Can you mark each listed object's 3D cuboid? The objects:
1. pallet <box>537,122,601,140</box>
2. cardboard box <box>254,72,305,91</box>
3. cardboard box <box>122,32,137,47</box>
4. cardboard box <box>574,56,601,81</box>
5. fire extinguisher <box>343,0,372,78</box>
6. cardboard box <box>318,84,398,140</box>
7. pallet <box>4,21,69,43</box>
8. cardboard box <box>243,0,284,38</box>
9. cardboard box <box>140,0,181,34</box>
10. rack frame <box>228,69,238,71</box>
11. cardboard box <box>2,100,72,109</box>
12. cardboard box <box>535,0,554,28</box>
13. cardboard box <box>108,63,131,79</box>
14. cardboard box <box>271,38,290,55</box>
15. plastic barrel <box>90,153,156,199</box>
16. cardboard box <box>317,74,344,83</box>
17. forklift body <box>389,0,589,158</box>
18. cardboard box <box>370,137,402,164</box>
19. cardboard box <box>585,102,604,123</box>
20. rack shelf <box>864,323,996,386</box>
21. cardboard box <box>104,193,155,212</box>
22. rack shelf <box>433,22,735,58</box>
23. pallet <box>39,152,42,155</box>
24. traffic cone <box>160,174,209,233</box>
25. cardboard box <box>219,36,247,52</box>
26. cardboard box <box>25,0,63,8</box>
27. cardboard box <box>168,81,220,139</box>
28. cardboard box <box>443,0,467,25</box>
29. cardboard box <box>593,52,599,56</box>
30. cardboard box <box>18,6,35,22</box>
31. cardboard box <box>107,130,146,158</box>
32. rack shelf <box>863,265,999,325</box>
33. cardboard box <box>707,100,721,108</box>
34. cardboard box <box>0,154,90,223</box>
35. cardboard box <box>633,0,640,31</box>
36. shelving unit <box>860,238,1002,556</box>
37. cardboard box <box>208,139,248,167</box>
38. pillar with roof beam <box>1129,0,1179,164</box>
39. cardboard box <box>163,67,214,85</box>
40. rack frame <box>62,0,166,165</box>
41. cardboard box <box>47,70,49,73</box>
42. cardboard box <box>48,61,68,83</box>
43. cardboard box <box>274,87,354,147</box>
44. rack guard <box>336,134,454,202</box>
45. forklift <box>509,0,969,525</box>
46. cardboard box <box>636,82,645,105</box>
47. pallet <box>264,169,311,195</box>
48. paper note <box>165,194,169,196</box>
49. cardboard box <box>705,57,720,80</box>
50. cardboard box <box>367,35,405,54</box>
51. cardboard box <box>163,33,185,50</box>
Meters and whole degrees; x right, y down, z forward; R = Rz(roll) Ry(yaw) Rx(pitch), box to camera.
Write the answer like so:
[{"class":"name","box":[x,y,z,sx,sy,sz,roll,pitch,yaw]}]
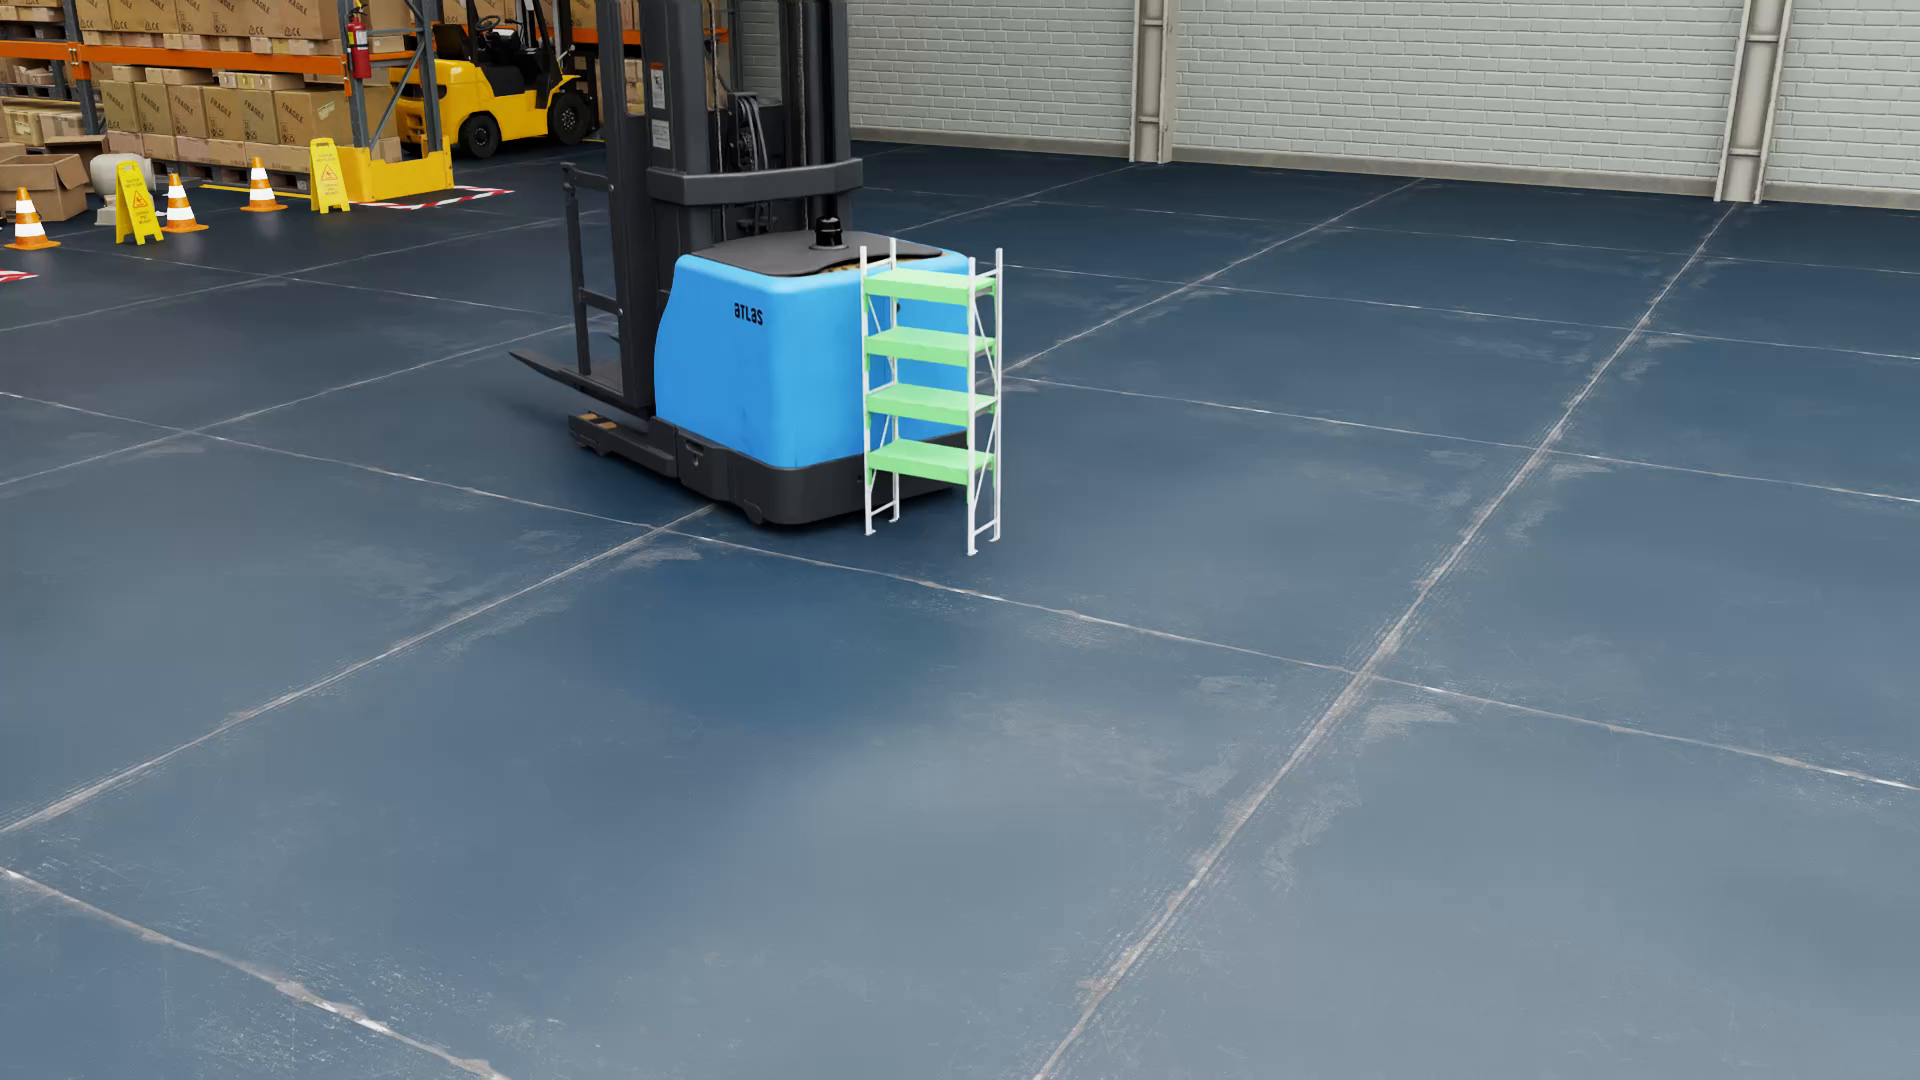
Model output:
[{"class":"pallet","box":[-4.700,-5.242,21.007,1.213,0.211,1.003,11,23,27]},{"class":"cardboard box","box":[-6.548,-4.416,16.005,0.250,0.149,0.380,12,23,29]},{"class":"cardboard box","box":[-8.249,-5.094,16.879,0.250,0.149,0.380,11,23,27]},{"class":"cardboard box","box":[-4.399,-5.758,20.289,0.500,0.250,0.500,11,23,28]},{"class":"fire extinguisher","box":[-5.493,-4.564,15.162,0.183,0.674,0.296,11,23,27]},{"class":"cardboard box","box":[-5.959,-4.234,16.456,0.500,0.500,0.500,10,22,26]},{"class":"pallet","box":[-9.457,-5.502,17.916,1.213,0.211,1.003,11,23,27]},{"class":"cardboard box","box":[-6.411,-5.036,15.768,0.500,0.500,0.500,11,23,27]},{"class":"cardboard box","box":[-7.731,-5.289,16.463,0.500,0.500,0.500,11,22,27]},{"class":"rack frame","box":[-9.935,-7.565,23.323,0.127,3.000,1.000,11,23,27]},{"class":"cardboard box","box":[-10.557,-4.704,18.672,0.625,0.372,0.950,12,23,29]},{"class":"cardboard box","box":[-4.849,-6.540,20.350,0.500,0.500,0.500,11,23,28]},{"class":"cardboard box","box":[-12.211,-6.936,24.636,0.500,0.500,0.500,10,22,26]},{"class":"cardboard box","box":[-6.288,-4.695,15.779,0.250,0.149,0.380,10,22,26]},{"class":"plastic barrel","box":[-7.910,-3.438,15.723,0.512,0.421,0.421,-7,21,-20]},{"class":"cardboard box","box":[-8.235,-6.321,22.757,0.625,0.625,0.875,10,22,25]},{"class":"forklift body","box":[-5.496,-5.608,19.172,1.214,2.155,2.313,11,23,27]},{"class":"cardboard box","box":[-5.938,-3.878,16.574,0.500,0.250,0.500,11,22,27]},{"class":"cardboard box","box":[-4.377,-5.295,20.481,0.500,0.250,0.500,11,23,28]},{"class":"rack shelf","box":[-0.113,-0.743,6.637,0.480,0.148,0.258,11,23,28]},{"class":"cardboard box","box":[-7.497,-3.033,15.009,0.380,0.149,0.250,-11,23,-29]},{"class":"rack shelf","box":[-4.697,-6.229,20.695,4.000,0.370,1.077,11,23,27]},{"class":"pallet","box":[-10.610,-4.443,18.803,1.213,0.211,1.003,11,23,27]},{"class":"traffic cone","box":[-6.617,-2.865,14.084,0.334,0.463,0.336,11,23,27]},{"class":"cardboard box","box":[-6.950,-4.829,16.147,0.250,0.149,0.380,11,22,27]},{"class":"cardboard box","box":[-9.376,-5.815,17.297,0.500,0.500,0.500,10,22,26]},{"class":"cardboard box","box":[-7.552,-4.329,16.716,0.500,0.500,0.500,12,23,30]},{"class":"cardboard box","box":[-6.183,-6.796,21.054,0.500,0.500,0.500,10,22,26]},{"class":"cardboard box","box":[-4.591,-6.002,20.962,0.500,0.250,0.500,10,22,26]},{"class":"cardboard box","box":[-9.666,-5.554,17.529,0.250,0.149,0.380,10,22,26]},{"class":"cardboard box","box":[-8.477,-4.148,17.319,0.500,0.250,0.500,10,22,25]},{"class":"rack shelf","box":[-0.113,-0.969,6.555,0.480,0.148,0.258,11,23,28]},{"class":"cardboard box","box":[-3.284,-5.280,20.438,0.500,0.250,0.500,11,23,28]},{"class":"cardboard box","box":[-8.136,-3.122,14.733,0.637,0.503,0.797,-4,20,-10]},{"class":"cardboard box","box":[-3.509,-6.286,19.648,0.500,0.500,0.500,10,22,26]},{"class":"shelving unit","box":[-0.113,-0.577,6.697,0.503,1.200,0.258,11,23,28]},{"class":"cardboard box","box":[-7.113,-3.890,16.606,0.500,0.250,0.500,10,22,25]},{"class":"pillar with roof beam","box":[0.019,-7.160,13.407,0.400,9.000,9.100,11,23,27]},{"class":"cardboard box","box":[-7.711,-4.638,16.618,0.250,0.149,0.380,12,23,30]},{"class":"rack frame","box":[-8.860,-5.422,17.413,0.127,3.000,1.000,11,23,27]},{"class":"cardboard box","box":[-14.267,-7.340,26.267,0.250,0.149,0.380,10,22,27]},{"class":"cardboard box","box":[-13.889,-7.344,26.040,0.500,0.311,0.500,12,23,29]},{"class":"cardboard box","box":[-6.195,-4.070,16.002,0.500,0.500,0.500,11,23,28]},{"class":"rack guard","box":[-5.435,-3.594,16.041,0.348,0.500,1.175,11,23,27]},{"class":"forklift","box":[-1.253,-1.871,7.726,1.130,2.935,3.031,-15,25,-36]},{"class":"cardboard box","box":[-3.528,-5.363,19.934,0.500,0.250,0.500,10,22,27]},{"class":"pallet","box":[-6.127,-3.604,16.491,1.213,0.211,1.003,11,23,27]},{"class":"paper note","box":[-7.590,-3.341,16.031,0.148,0.019,0.142,3,20,9]},{"class":"cardboard box","box":[-3.278,-5.746,20.257,0.500,0.250,0.500,10,22,26]},{"class":"cardboard box","box":[-5.564,-4.757,15.948,0.250,0.149,0.380,11,23,28]},{"class":"cardboard box","box":[-7.630,-4.940,16.454,0.250,0.149,0.380,11,23,28]}]
